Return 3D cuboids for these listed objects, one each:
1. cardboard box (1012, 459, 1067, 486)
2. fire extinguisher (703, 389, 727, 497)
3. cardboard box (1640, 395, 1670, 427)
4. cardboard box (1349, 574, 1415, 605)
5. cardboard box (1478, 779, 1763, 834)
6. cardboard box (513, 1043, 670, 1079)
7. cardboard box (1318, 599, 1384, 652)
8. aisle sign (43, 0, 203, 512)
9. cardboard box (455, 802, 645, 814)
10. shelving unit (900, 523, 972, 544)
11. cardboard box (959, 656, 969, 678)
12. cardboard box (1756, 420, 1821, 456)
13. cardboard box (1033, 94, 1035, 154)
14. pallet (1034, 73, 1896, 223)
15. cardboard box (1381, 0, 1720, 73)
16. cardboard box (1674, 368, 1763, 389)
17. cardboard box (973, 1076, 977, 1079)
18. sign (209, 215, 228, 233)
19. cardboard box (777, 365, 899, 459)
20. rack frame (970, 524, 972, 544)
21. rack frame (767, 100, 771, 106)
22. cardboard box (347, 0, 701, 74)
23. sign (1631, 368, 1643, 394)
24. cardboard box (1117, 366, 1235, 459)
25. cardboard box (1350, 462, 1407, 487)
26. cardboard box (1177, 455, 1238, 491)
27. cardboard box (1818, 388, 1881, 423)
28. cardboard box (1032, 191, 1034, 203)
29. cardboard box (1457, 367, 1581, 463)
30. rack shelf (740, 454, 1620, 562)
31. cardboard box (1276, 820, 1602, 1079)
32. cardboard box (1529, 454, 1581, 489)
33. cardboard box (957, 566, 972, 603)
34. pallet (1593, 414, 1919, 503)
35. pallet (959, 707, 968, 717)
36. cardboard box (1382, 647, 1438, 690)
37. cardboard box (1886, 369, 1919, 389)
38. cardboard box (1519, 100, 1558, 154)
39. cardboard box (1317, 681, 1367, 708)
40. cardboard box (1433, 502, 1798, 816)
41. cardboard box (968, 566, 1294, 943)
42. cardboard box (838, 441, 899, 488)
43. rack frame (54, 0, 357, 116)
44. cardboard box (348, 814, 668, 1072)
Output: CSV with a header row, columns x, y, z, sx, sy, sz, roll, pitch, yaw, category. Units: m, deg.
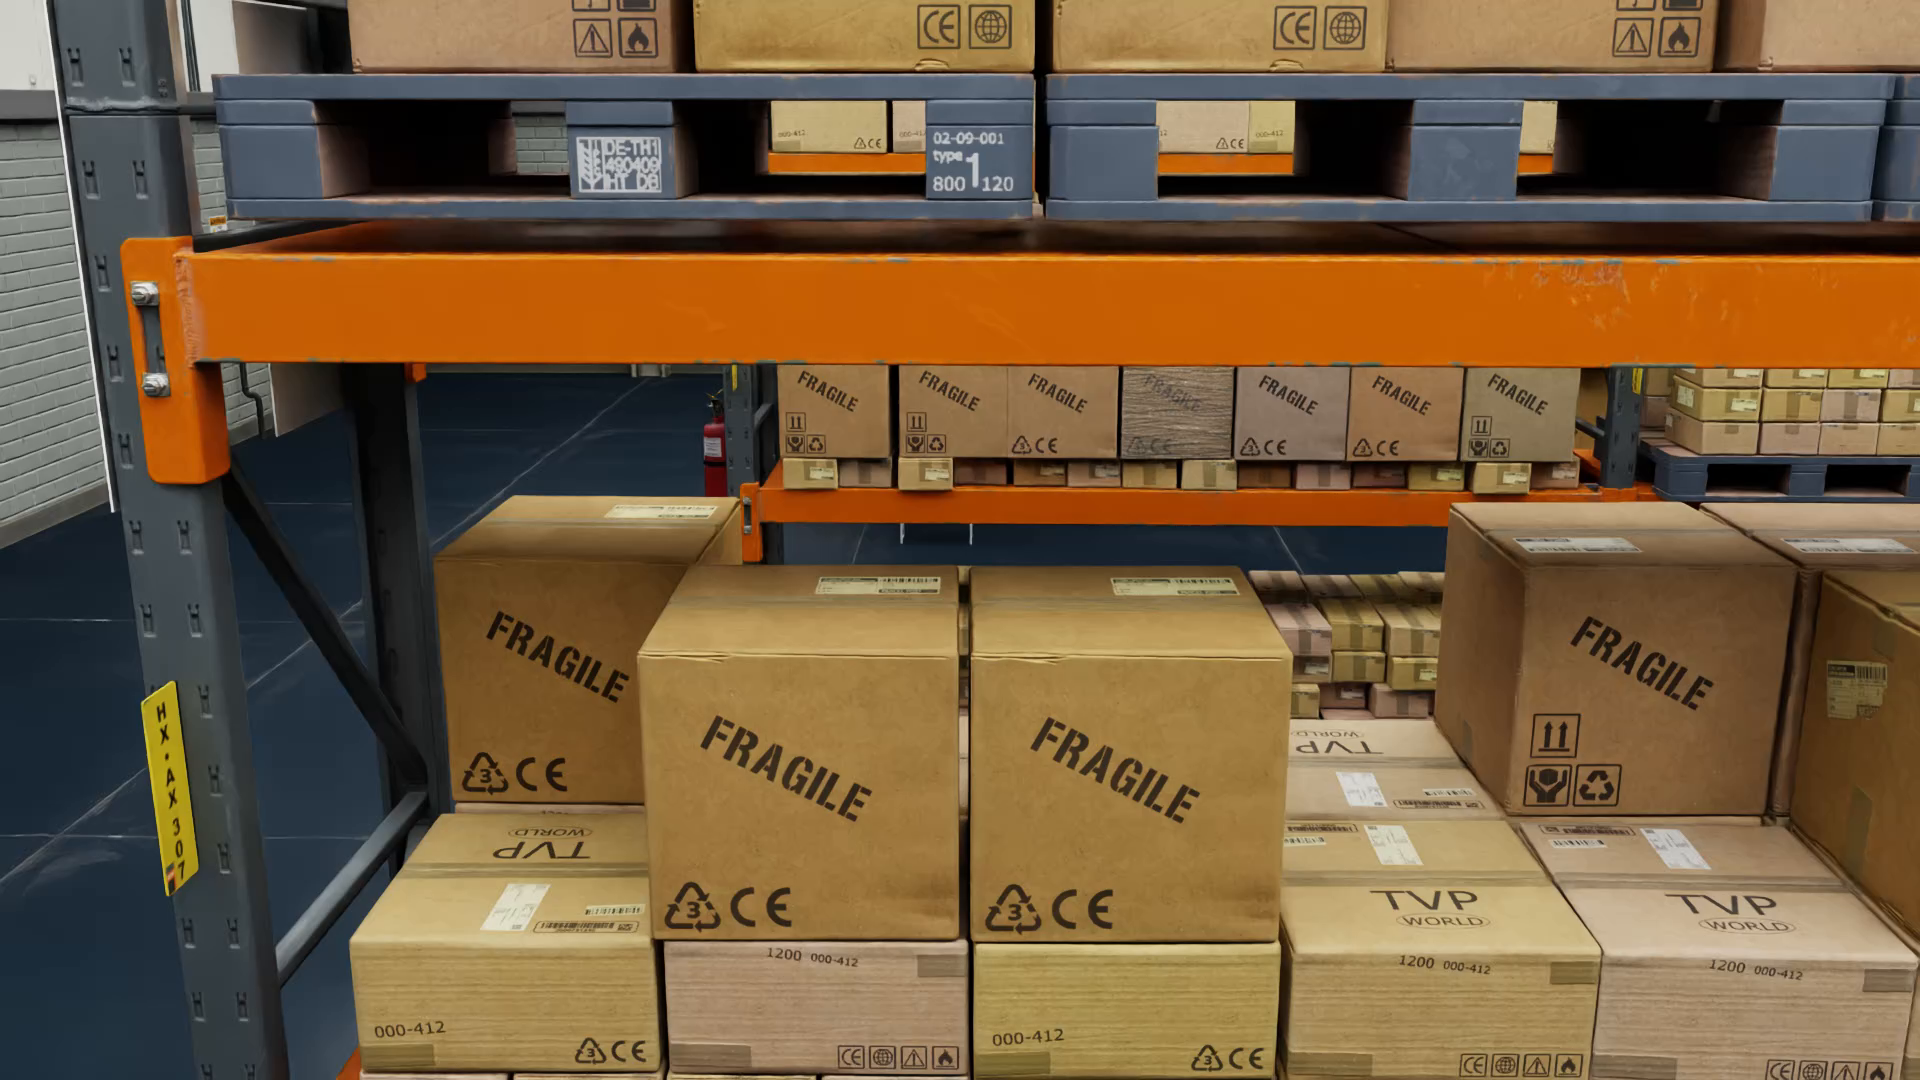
x,y,z,sx,sy,sz,roll,pitch,yaw,category
0.375,-0.368,7.849,0.250,0.149,0.380,0,15,1,cardboard box
-1.237,-0.459,8.580,0.183,0.674,0.296,0,15,1,fire extinguisher
3.404,-0.660,8.132,0.250,0.149,0.380,0,15,0,cardboard box
2.135,0.296,8.438,0.250,0.149,0.380,0,15,1,cardboard box
1.296,0.586,3.451,0.500,0.250,0.500,1,15,3,cardboard box
-0.622,0.917,2.978,0.250,0.149,0.380,0,15,1,cardboard box
1.877,0.408,8.012,0.250,0.149,0.380,1,15,3,cardboard box
-1.304,-0.474,2.659,0.004,0.787,0.394,0,15,1,aisle sign
-0.733,0.572,3.505,0.500,0.250,0.500,0,15,1,cardboard box
-0.165,-0.581,11.691,0.503,1.200,0.258,0,15,1,shelving unit
0.040,0.539,8.100,0.250,0.149,0.380,1,15,2,cardboard box
3.661,-0.492,7.495,0.250,0.149,0.380,1,15,2,cardboard box
0.487,-1.862,7.432,0.500,0.250,0.500,0,15,0,cardboard box
0.740,-0.691,2.872,1.213,0.211,1.003,0,15,1,pallet
0.934,-1.051,2.847,0.500,0.500,0.700,1,15,4,cardboard box
3.384,-0.780,7.420,0.250,0.149,0.380,1,15,4,cardboard box
0.149,0.922,2.960,0.250,0.149,0.380,0,15,0,cardboard box
-6.618,-2.772,14.848,0.001,0.242,0.339,0,15,1,sign
-0.555,-0.676,7.742,0.500,0.500,0.500,1,15,4,cardboard box
0.078,-0.580,11.685,0.015,1.200,0.240,0,15,1,rack frame
-0.997,-3.458,7.305,0.127,3.000,1.000,0,15,1,rack frame
-0.703,-1.053,2.856,0.500,0.500,0.700,-1,15,-2,cardboard box
2.996,-0.811,7.337,0.005,0.325,0.100,0,15,1,sign
0.980,-0.670,7.722,0.500,0.500,0.500,0,15,0,cardboard box
1.929,-0.362,7.823,0.250,0.149,0.380,0,15,0,cardboard box
1.146,-0.343,7.754,0.250,0.149,0.380,1,15,3,cardboard box
3.901,-0.634,7.448,0.250,0.149,0.380,1,15,3,cardboard box
0.425,-2.593,12.359,0.250,0.149,0.380,1,15,2,cardboard box
2.511,-0.654,7.660,0.500,0.500,0.500,0,15,2,cardboard box
1.003,-0.196,8.113,4.000,0.370,1.077,0,15,1,rack shelf
0.792,0.716,2.957,0.500,0.250,0.500,0,15,0,cardboard box
2.710,-0.352,7.785,0.250,0.149,0.380,0,15,1,cardboard box
0.051,0.255,8.591,0.250,0.149,0.380,0,15,0,cardboard box
3.762,-0.396,7.837,1.213,0.211,1.003,0,15,1,pallet
-0.110,0.806,8.370,1.213,0.211,1.003,0,15,1,pallet
2.140,0.584,7.929,0.250,0.149,0.380,0,15,-1,cardboard box
4.169,-0.775,7.402,0.250,0.149,0.380,0,15,1,cardboard box
2.504,-1.843,7.359,0.500,0.250,0.500,1,15,3,cardboard box
1.818,0.688,8.118,0.250,0.149,0.380,0,15,0,cardboard box
1.290,0.224,3.353,0.500,0.500,0.500,0,15,0,cardboard box
0.266,0.351,2.872,0.500,0.500,0.500,0,15,0,cardboard box
-0.426,-0.359,7.812,0.250,0.149,0.380,1,15,3,cardboard box
-1.225,-2.193,2.514,0.127,3.000,1.000,0,15,1,rack frame
-0.752,0.708,2.987,0.500,0.250,0.500,0,15,0,cardboard box
